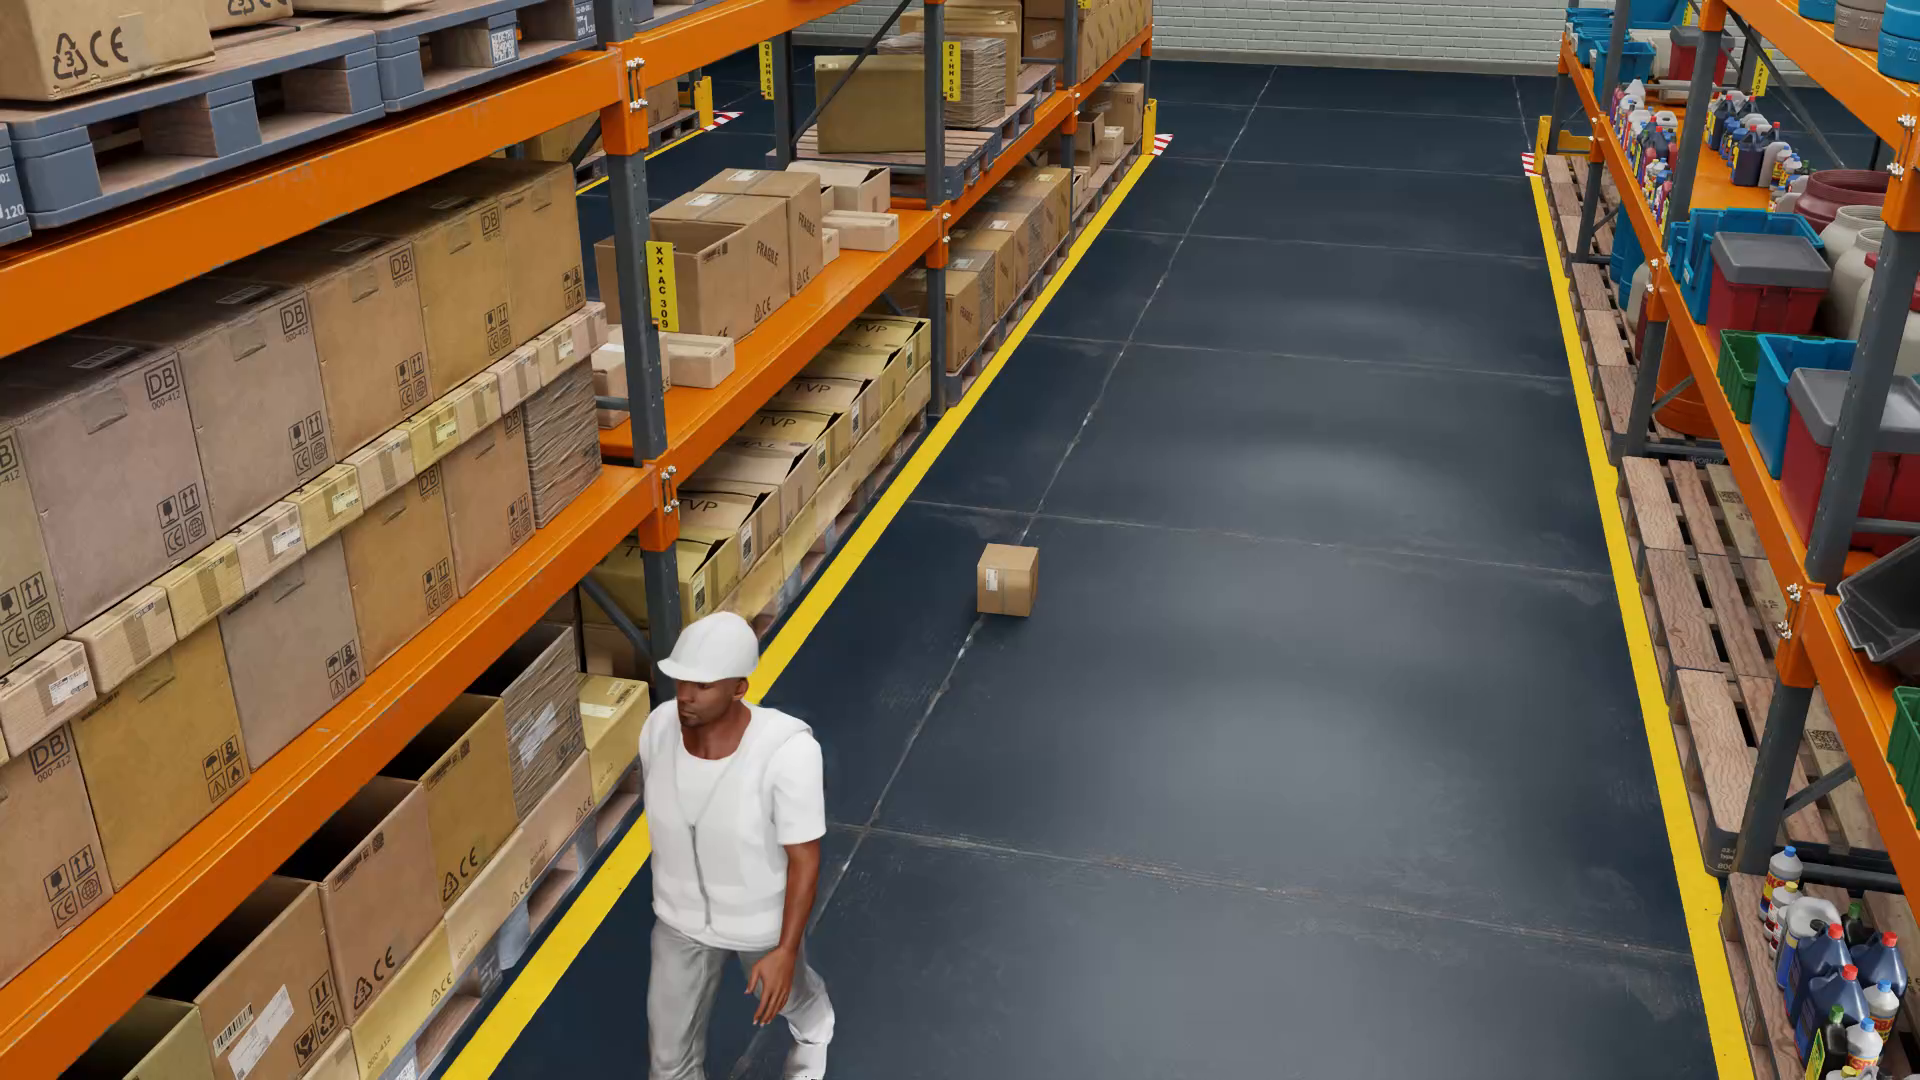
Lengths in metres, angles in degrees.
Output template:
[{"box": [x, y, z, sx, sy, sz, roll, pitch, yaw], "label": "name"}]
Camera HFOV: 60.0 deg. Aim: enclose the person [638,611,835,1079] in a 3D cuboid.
[{"box": [-0.626, 1.008, 4.445, 0.561, 1.722, 1.057, 6, 26, 13], "label": "person"}]
